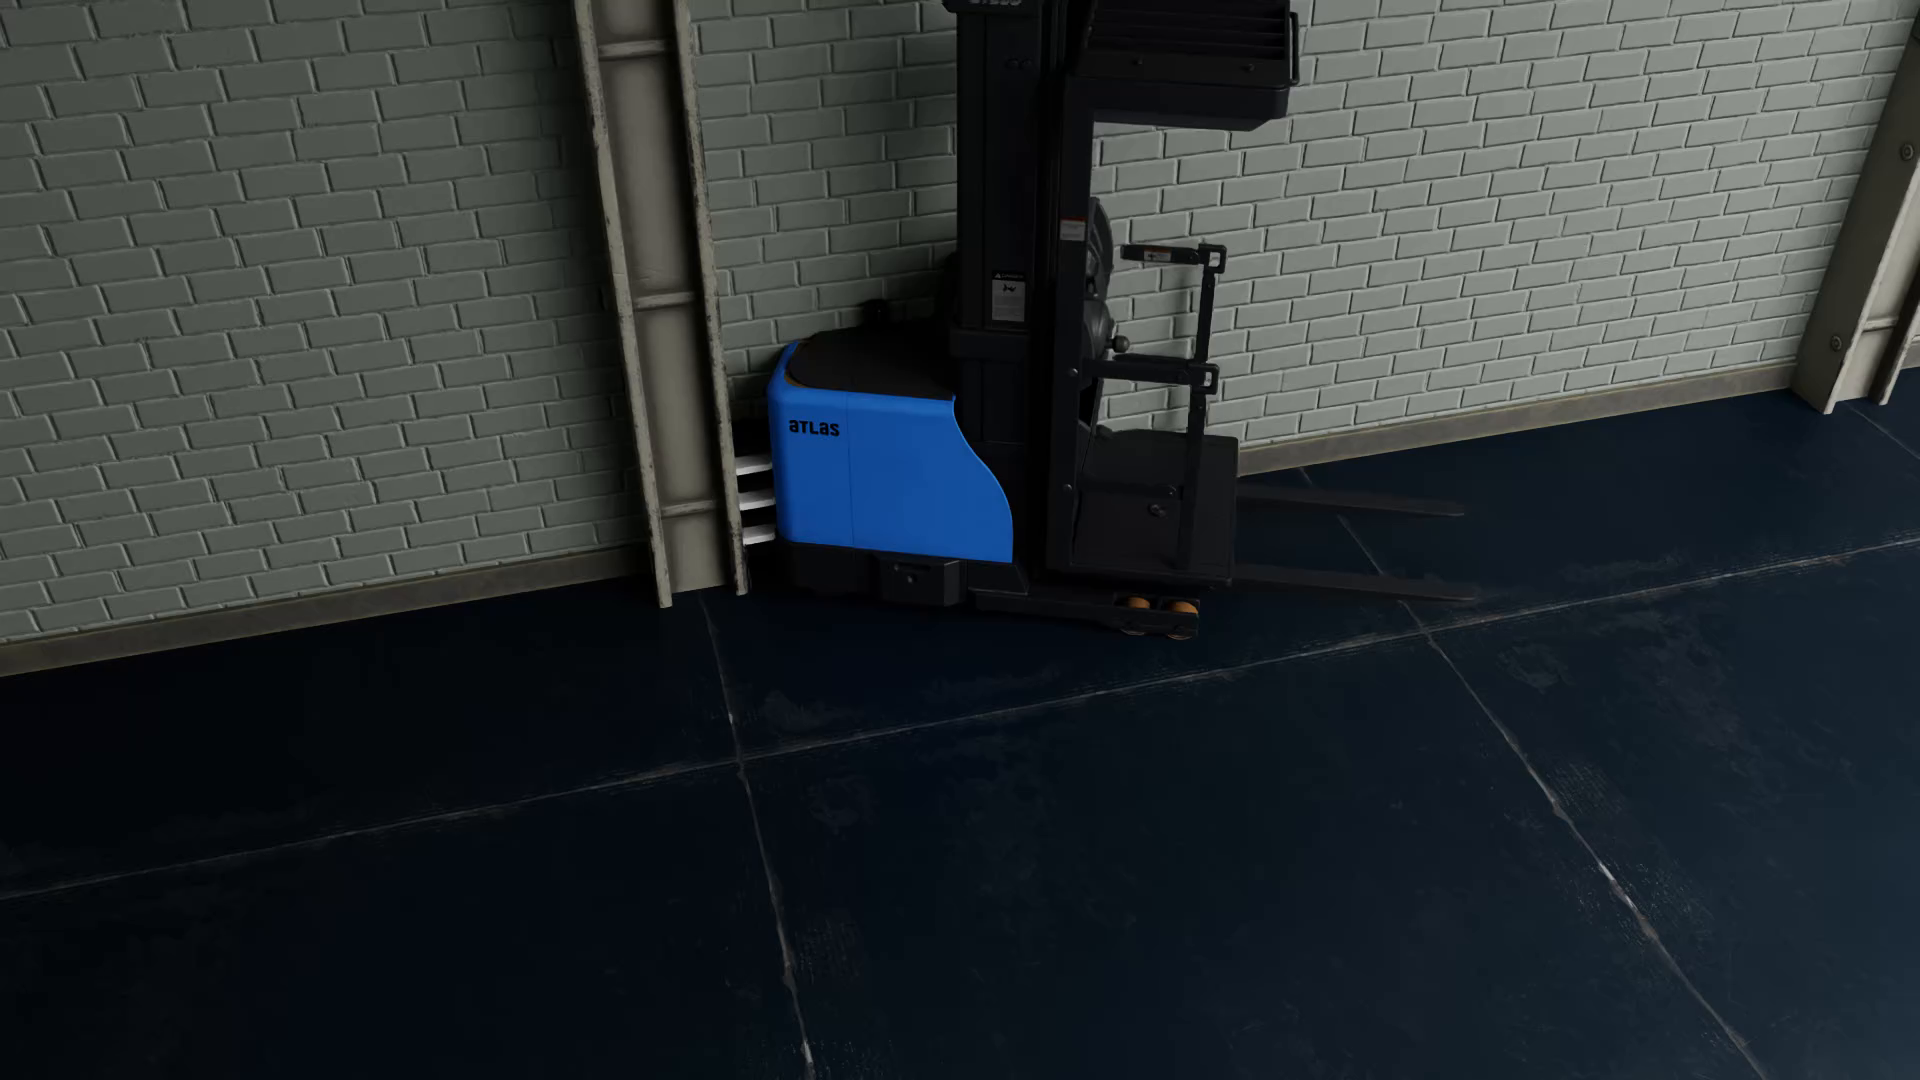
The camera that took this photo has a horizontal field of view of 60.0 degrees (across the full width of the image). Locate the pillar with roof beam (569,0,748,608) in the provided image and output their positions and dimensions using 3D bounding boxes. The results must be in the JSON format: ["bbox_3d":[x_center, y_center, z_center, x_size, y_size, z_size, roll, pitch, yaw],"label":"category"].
[{"bbox_3d":[-0.057,-0.869,1.479,0.400,9.000,9.100,-9,38,-12],"label":"pillar with roof beam"}]

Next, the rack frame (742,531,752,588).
[{"bbox_3d":[-0.987,-0.218,7.282,0.006,0.900,0.240,-10,35,-8],"label":"rack frame"}]

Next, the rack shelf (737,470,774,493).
[{"bbox_3d":[-0.892,-0.282,7.264,0.200,0.077,0.258,-10,35,-8],"label":"rack shelf"}]

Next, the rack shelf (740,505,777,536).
[{"bbox_3d":[-0.880,-0.135,7.367,0.200,0.077,0.258,-10,35,-8],"label":"rack shelf"}]

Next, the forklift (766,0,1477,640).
[{"bbox_3d":[0.750,-1.081,6.750,3.031,2.935,1.130,5,38,7],"label":"forklift"}]

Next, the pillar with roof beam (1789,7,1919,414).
[{"bbox_3d":[5.736,-1.819,2.722,0.400,9.000,9.100,-9,38,-12],"label":"pillar with roof beam"}]

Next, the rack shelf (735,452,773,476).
[{"bbox_3d":[-0.898,-0.355,7.213,0.200,0.077,0.258,-10,35,-8],"label":"rack shelf"}]

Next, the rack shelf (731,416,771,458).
[{"bbox_3d":[-0.903,-0.429,7.161,0.200,0.077,0.258,-10,35,-8],"label":"rack shelf"}]

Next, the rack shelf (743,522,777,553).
[{"bbox_3d":[-0.875,-0.061,7.419,0.200,0.077,0.258,-10,35,-8],"label":"rack shelf"}]

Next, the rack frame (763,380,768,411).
[{"bbox_3d":[-0.789,-0.254,7.311,0.006,0.900,0.240,-10,35,-8],"label":"rack frame"}]

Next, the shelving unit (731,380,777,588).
[{"bbox_3d":[-0.888,-0.236,7.297,0.210,0.900,0.258,-10,35,-8],"label":"shelving unit"}]

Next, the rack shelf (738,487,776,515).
[{"bbox_3d":[-0.886,-0.208,7.316,0.200,0.077,0.258,-10,35,-8],"label":"rack shelf"}]
